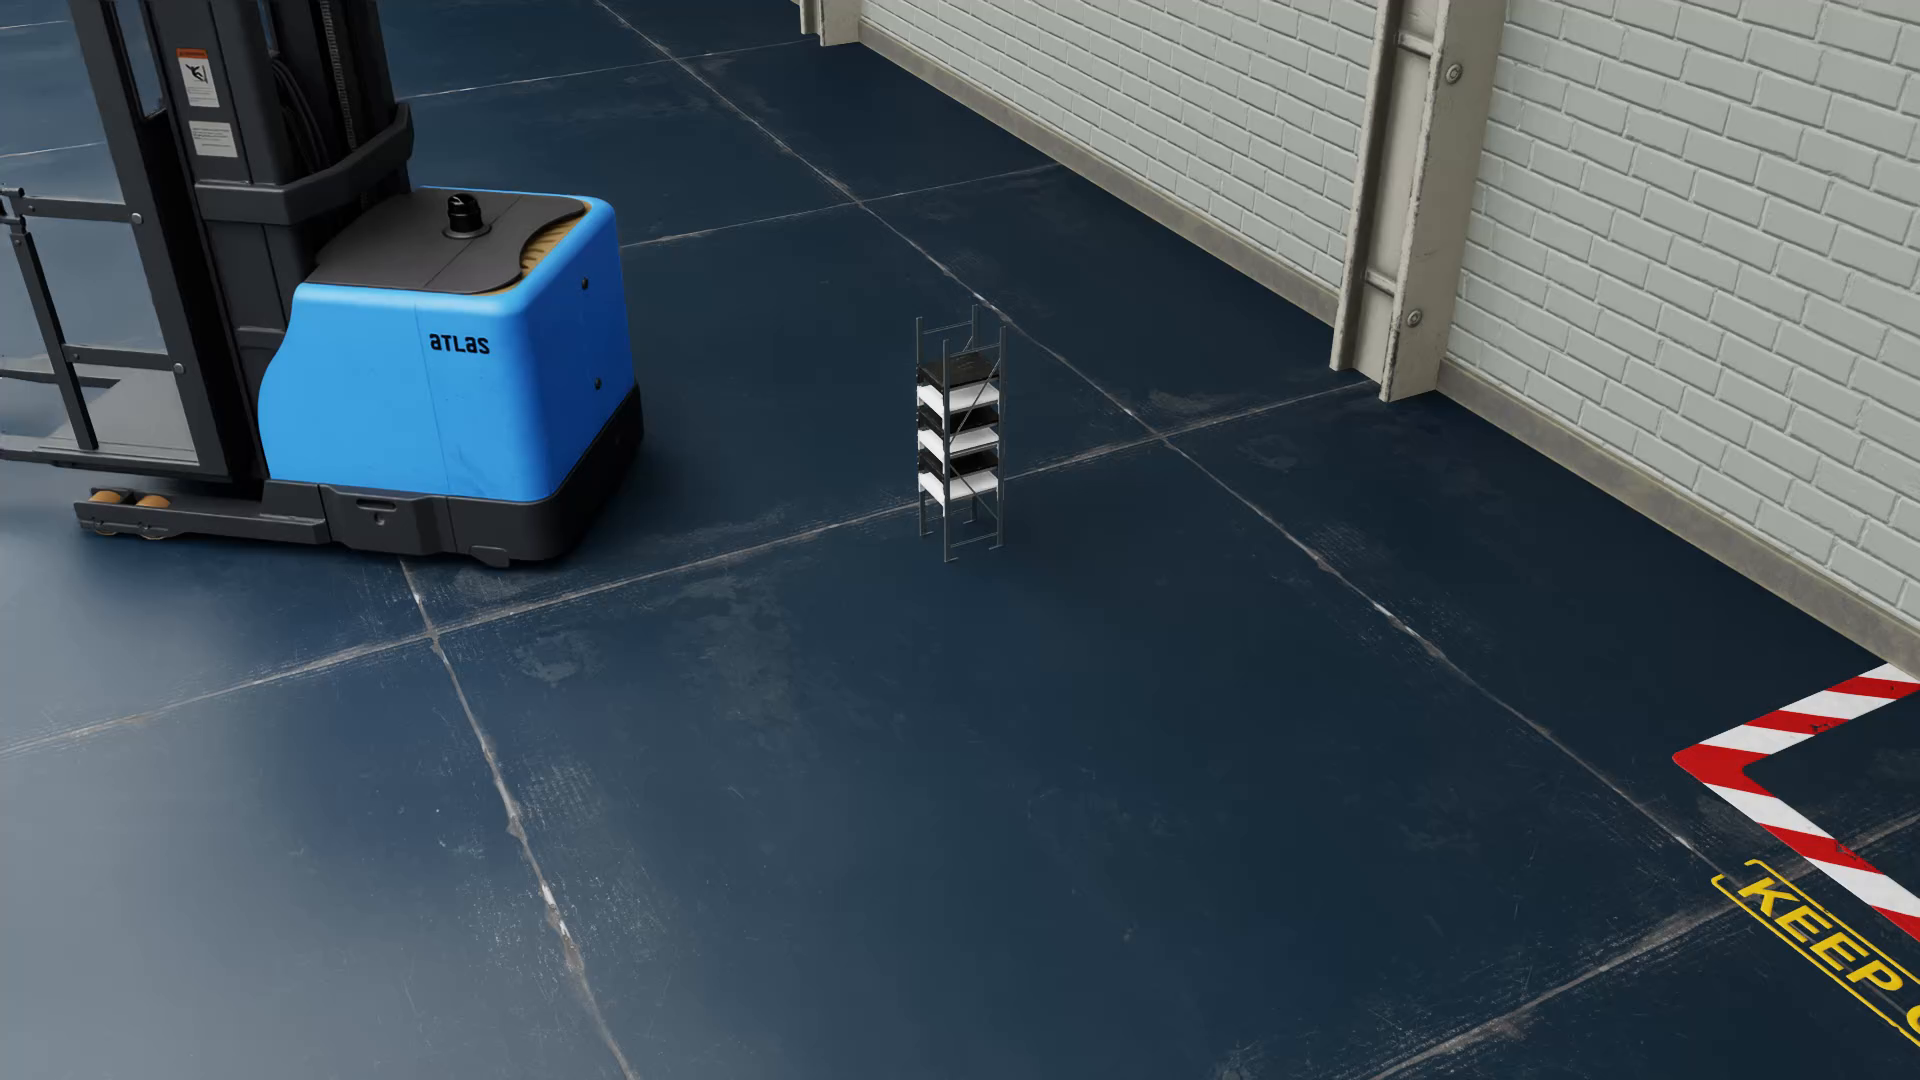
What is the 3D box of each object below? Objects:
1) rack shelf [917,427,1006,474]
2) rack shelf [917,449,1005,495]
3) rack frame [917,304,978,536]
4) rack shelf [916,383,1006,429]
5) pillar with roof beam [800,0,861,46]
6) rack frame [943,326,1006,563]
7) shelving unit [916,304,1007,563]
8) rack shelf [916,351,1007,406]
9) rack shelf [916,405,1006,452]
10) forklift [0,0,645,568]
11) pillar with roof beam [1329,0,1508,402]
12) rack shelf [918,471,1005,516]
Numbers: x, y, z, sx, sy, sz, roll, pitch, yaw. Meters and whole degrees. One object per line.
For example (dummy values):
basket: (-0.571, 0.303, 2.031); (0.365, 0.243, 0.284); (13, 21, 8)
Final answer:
rack shelf: (0.004, -0.347, 6.019); (0.258, 0.077, 0.200); (-16, 36, -23)
rack shelf: (0.004, -0.271, 6.068); (0.258, 0.077, 0.200); (-16, 36, -23)
rack frame: (-0.044, -0.424, 6.077); (0.240, 0.900, 0.006); (-16, 36, -23)
rack shelf: (0.004, -0.499, 5.922); (0.258, 0.077, 0.200); (-16, 36, -23)
pillar with roof beam: (-4.722, -6.295, 7.734); (9.100, 9.000, 0.400); (-16, 36, -23)
rack frame: (0.051, -0.327, 5.925); (0.240, 0.900, 0.006); (-16, 36, -23)
shelving unit: (0.004, -0.375, 6.001); (0.258, 0.900, 0.210); (-16, 36, -23)
rack shelf: (0.004, -0.574, 5.874); (0.258, 0.077, 0.200); (-16, 36, -23)
rack shelf: (0.004, -0.423, 5.971); (0.258, 0.077, 0.200); (-16, 36, -23)
forklift: (-2.853, -1.507, 5.885); (3.031, 2.935, 1.130); (5, 33, 8)
pillar with roof beam: (-1.925, -3.432, 3.265); (9.100, 9.000, 0.400); (-16, 36, -23)
rack shelf: (0.004, -0.195, 6.116); (0.258, 0.077, 0.200); (-16, 36, -23)
